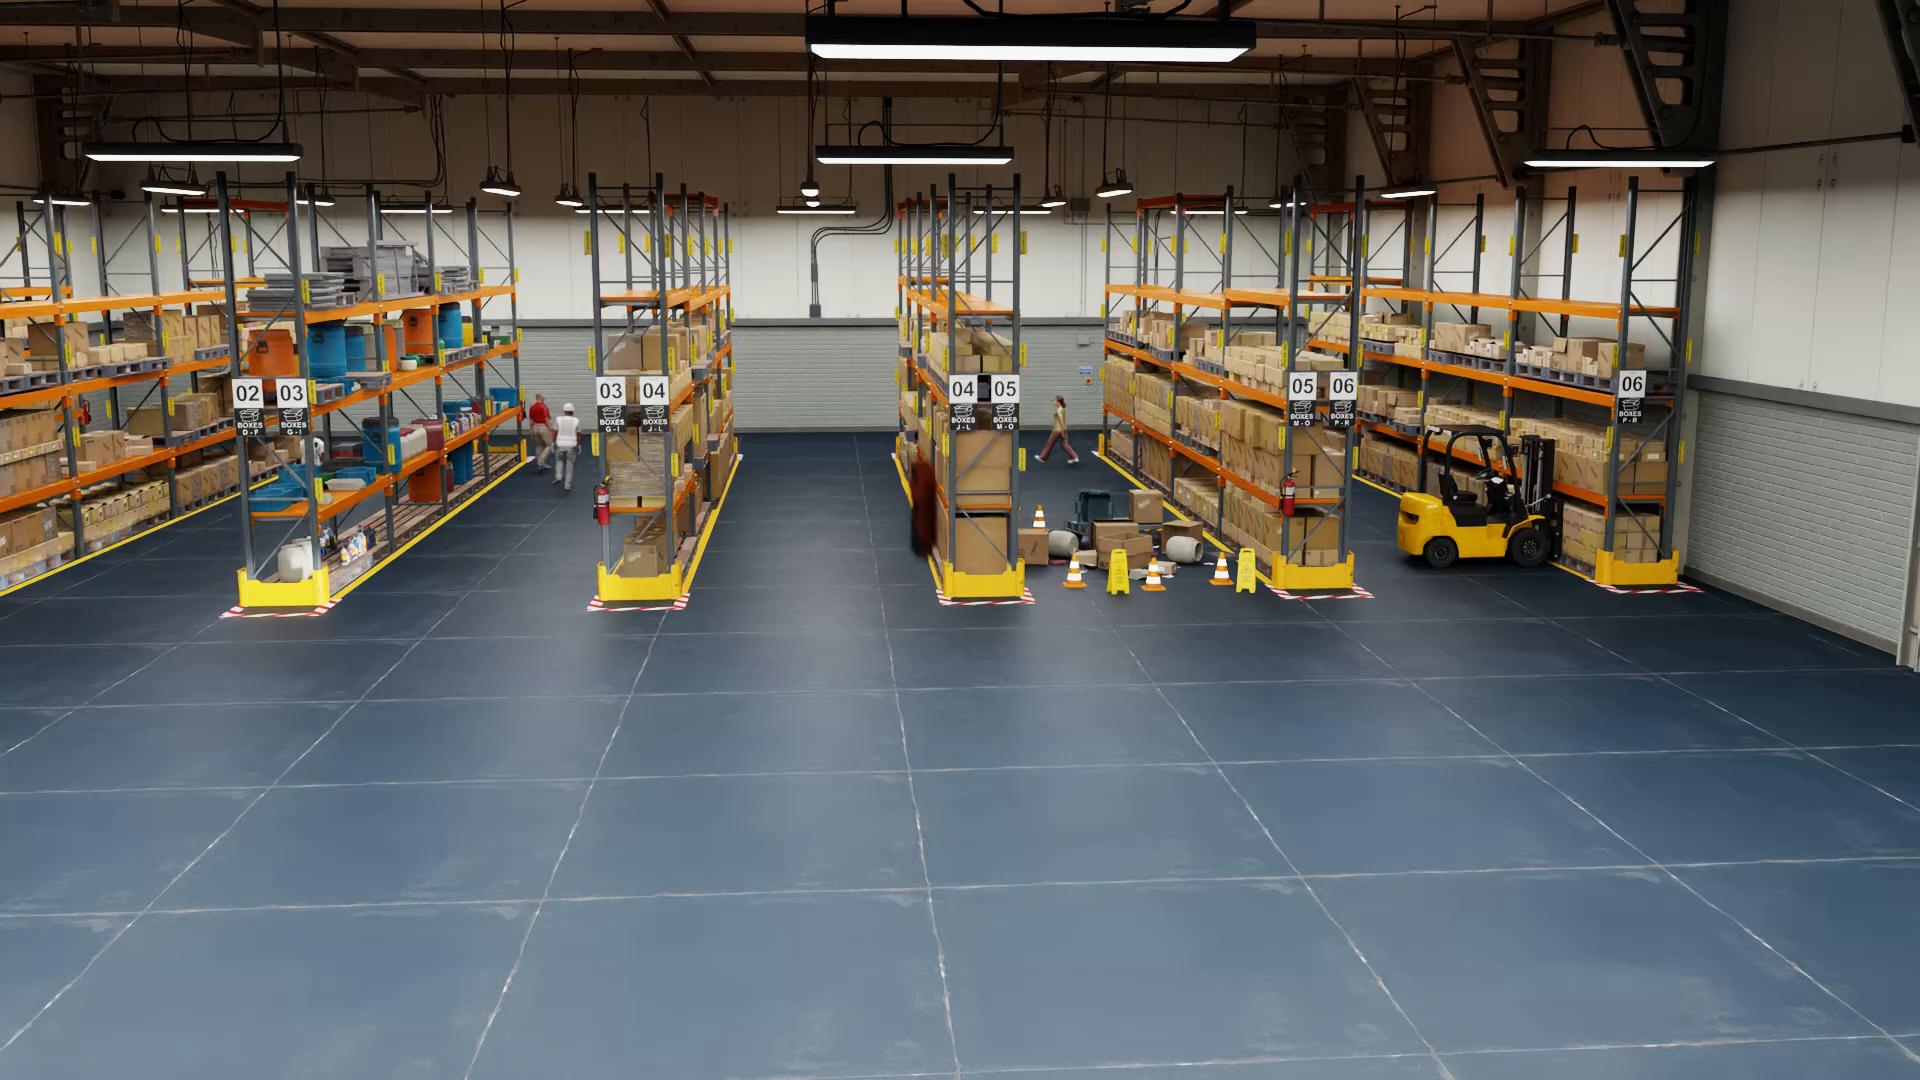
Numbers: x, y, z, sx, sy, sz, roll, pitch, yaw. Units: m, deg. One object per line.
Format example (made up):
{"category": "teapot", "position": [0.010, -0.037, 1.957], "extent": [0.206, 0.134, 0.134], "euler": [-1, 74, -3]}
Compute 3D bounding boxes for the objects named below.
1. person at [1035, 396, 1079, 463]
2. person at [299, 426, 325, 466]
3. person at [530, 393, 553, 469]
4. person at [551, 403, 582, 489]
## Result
{"category": "person", "position": [2.254, -2.553, 38.565], "extent": [1.121, 1.588, 0.427], "euler": [6, 12, 30]}
{"category": "person", "position": [-12.386, -1.403, 31.888], "extent": [0.452, 1.621, 0.863], "euler": [-1, 10, -6]}
{"category": "person", "position": [-9.505, -2.454, 37.654], "extent": [0.573, 1.724, 0.528], "euler": [6, 11, 29]}
{"category": "person", "position": [-8.184, -1.956, 34.595], "extent": [0.648, 1.784, 0.459], "euler": [-1, 10, -6]}
